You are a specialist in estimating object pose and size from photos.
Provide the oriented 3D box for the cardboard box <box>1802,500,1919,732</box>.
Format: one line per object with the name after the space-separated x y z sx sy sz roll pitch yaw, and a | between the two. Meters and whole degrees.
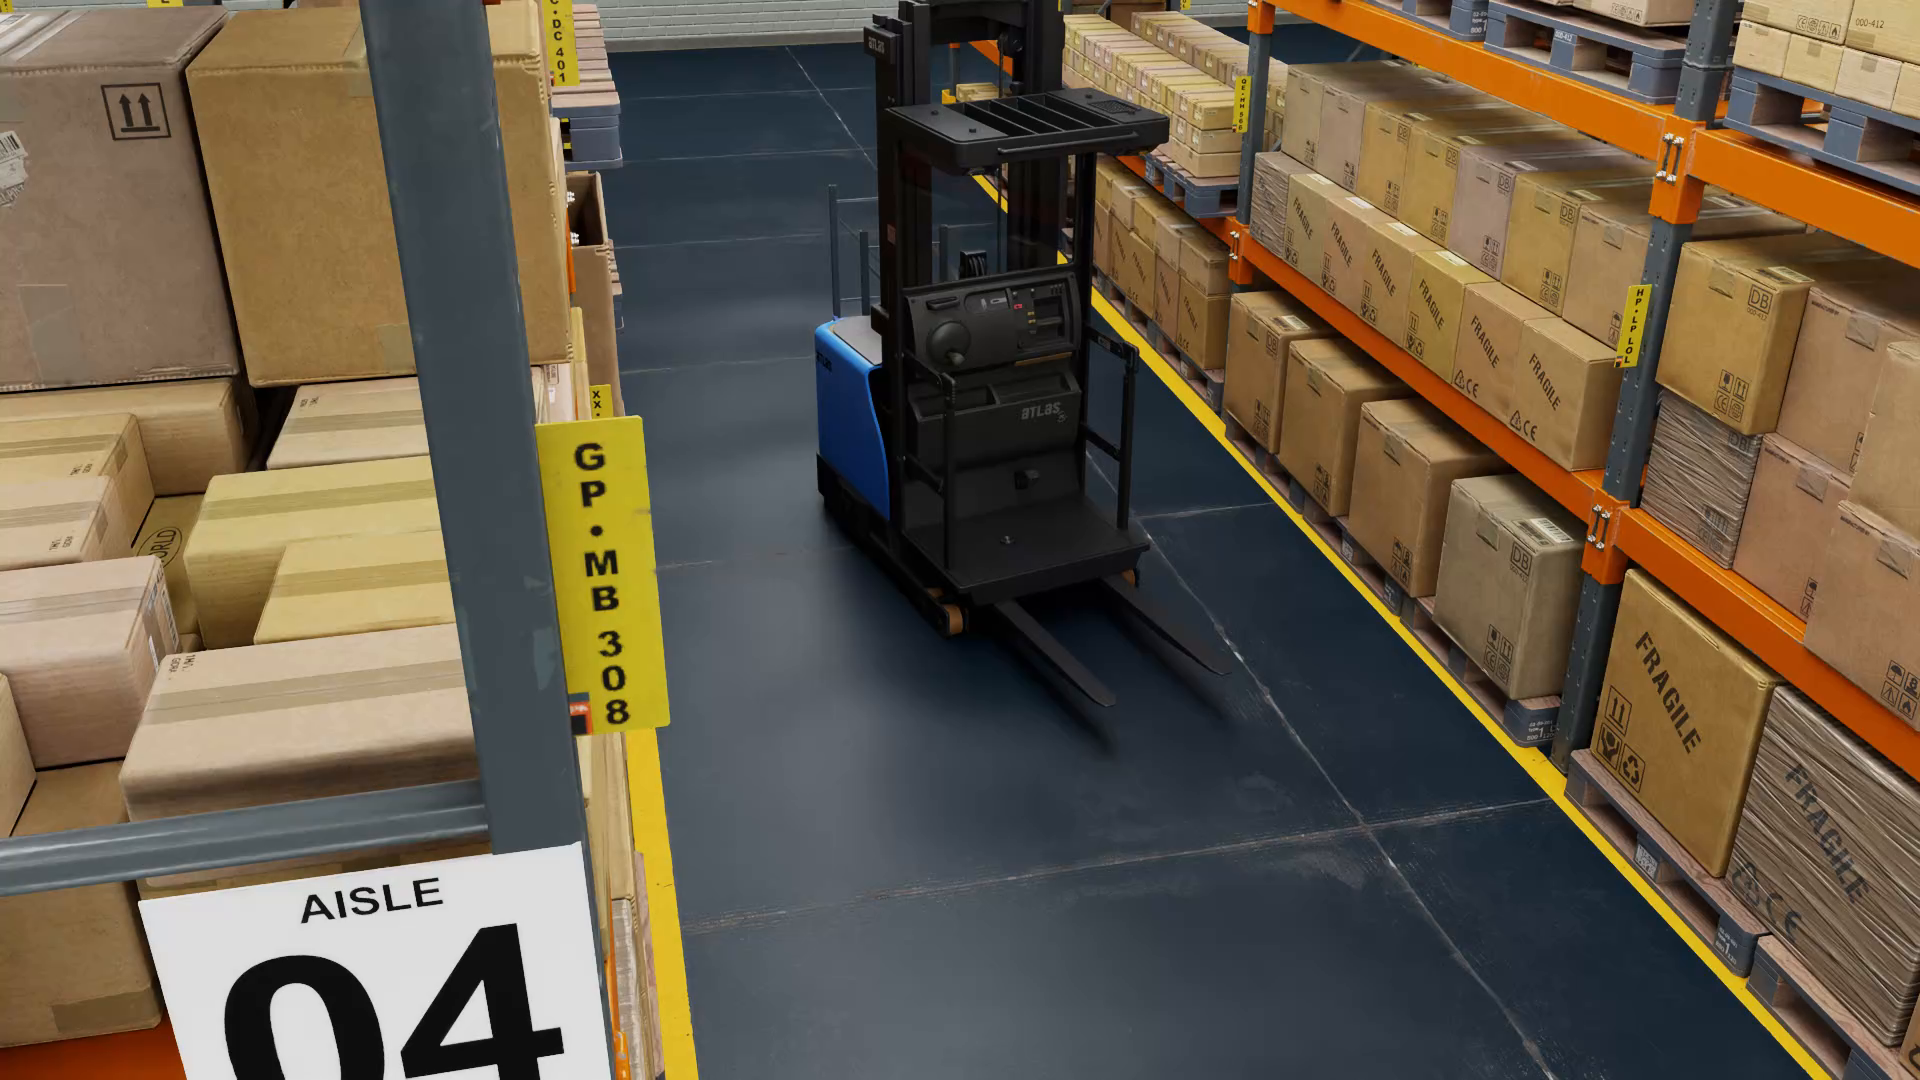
3.341 0.191 5.376 0.875 0.550 0.550 -6 27 -12 | cardboard box

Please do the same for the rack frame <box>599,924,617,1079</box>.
-0.861 1.824 2.306 1.000 3.000 0.127 -6 27 -12 | rack frame

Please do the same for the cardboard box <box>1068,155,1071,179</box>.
0.956 -3.213 14.324 0.380 0.149 0.250 -5 27 -10 | cardboard box

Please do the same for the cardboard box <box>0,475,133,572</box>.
-1.340 0.049 2.219 0.380 0.149 0.250 -7 28 -14 | cardboard box

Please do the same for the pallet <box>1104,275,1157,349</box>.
1.746 -1.780 12.542 1.003 0.211 1.213 -6 27 -12 | pallet

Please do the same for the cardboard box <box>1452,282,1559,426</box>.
2.601 -0.859 7.512 0.500 0.500 0.500 -6 27 -12 | cardboard box

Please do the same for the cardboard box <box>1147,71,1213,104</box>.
1.457 -2.999 11.015 0.380 0.149 0.250 -5 27 -10 | cardboard box

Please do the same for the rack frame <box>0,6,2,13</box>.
-9.292 -4.697 15.226 1.000 3.000 0.127 -6 27 -12 | rack frame

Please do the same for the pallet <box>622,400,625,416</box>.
-1.792 -0.196 6.523 1.003 0.211 1.213 -6 27 -12 | pallet

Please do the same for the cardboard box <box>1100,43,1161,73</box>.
1.223 -3.457 11.922 0.380 0.149 0.250 -5 27 -10 | cardboard box

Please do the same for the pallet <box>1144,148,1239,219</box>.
1.927 -2.363 10.816 1.213 0.211 1.003 -6 27 -12 | pallet

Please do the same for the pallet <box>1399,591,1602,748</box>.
2.846 0.523 7.980 1.003 0.211 1.213 -6 27 -12 | pallet

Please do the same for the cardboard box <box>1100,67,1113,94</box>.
1.231 -3.316 11.973 0.380 0.149 0.250 -6 27 -12 | cardboard box

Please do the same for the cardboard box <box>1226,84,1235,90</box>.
2.039 -3.043 11.433 0.380 0.149 0.250 -6 27 -12 | cardboard box

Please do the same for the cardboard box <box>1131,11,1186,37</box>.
1.571 -4.087 13.172 0.380 0.149 0.250 -5 27 -9 | cardboard box

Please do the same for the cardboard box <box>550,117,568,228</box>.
-1.405 -1.030 4.799 0.500 0.250 0.500 -5 27 -10 | cardboard box

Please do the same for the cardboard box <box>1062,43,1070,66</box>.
0.991 -3.778 12.888 0.380 0.149 0.250 -6 27 -13 | cardboard box

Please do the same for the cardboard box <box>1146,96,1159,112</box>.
1.457 -2.868 11.085 0.380 0.149 0.250 -6 27 -11 | cardboard box

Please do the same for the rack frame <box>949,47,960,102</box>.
0.389 -5.659 17.133 1.000 3.000 0.127 -6 27 -12 | rack frame

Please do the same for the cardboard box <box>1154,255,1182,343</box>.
1.675 -1.709 11.615 0.500 0.500 0.500 -5 27 -10 | cardboard box

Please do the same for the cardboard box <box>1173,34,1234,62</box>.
1.800 -3.632 12.270 0.380 0.149 0.250 -7 28 -13 | cardboard box

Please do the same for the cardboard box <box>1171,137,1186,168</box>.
1.579 -2.501 10.689 0.380 0.149 0.250 -6 27 -12 | cardboard box

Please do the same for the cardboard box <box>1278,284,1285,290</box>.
2.272 -1.881 11.123 0.500 0.250 0.500 -7 28 -14 | cardboard box

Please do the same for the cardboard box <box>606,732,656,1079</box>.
-0.825 0.711 2.961 0.500 0.500 0.500 -6 27 -12 | cardboard box

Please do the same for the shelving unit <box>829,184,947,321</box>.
-0.443 -1.322 10.205 0.538 1.500 1.048 -6 27 -12 | shelving unit

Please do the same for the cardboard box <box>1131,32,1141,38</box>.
1.572 -3.956 13.242 0.380 0.149 0.250 -5 27 -10 | cardboard box

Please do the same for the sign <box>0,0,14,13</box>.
-8.760 -4.832 15.314 0.100 0.325 0.005 -6 27 -12 | sign

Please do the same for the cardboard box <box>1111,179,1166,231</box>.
1.432 -2.500 12.350 0.500 0.250 0.500 -5 27 -10 | cardboard box

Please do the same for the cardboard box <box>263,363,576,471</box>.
-0.947 -0.129 3.014 0.500 0.250 0.500 -6 27 -12 | cardboard box

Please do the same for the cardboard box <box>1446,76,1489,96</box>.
5.649 -4.569 17.351 0.875 0.438 0.875 -5 27 -10 | cardboard box

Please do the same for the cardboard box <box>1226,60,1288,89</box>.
2.040 -3.171 11.356 0.380 0.149 0.250 -5 27 -9 | cardboard box

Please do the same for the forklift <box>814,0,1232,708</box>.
0.274 -1.056 8.089 1.130 2.935 3.031 -12 29 -23 | forklift

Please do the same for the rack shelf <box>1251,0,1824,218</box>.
2.642 -2.287 7.921 1.077 0.370 4.000 -6 27 -12 | rack shelf

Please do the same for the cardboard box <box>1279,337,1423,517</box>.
2.442 -0.670 9.279 1.050 0.750 0.750 -6 27 -11 | cardboard box

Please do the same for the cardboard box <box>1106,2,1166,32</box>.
1.424 -4.323 14.045 0.500 0.500 0.500 -6 27 -13 | cardboard box

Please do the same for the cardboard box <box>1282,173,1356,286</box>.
2.147 -1.744 9.265 0.500 0.500 0.500 -6 27 -12 | cardboard box

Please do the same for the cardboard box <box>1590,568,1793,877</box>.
3.167 0.653 6.518 0.875 0.875 0.875 -6 27 -11 | cardboard box

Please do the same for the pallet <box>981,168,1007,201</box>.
0.826 -3.486 15.922 1.003 0.211 1.213 -6 27 -12 | pallet

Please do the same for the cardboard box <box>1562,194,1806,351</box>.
2.976 -1.099 6.878 0.700 0.500 0.500 -6 27 -12 | cardboard box

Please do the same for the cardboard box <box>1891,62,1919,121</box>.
3.015 -1.322 4.914 0.380 0.149 0.250 -6 27 -12 | cardboard box

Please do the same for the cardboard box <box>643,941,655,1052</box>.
-0.936 1.119 3.983 0.380 0.149 0.250 -6 27 -12 | cardboard box

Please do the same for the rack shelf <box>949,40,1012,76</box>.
0.840 -4.460 15.555 1.077 0.370 4.000 -6 27 -12 | rack shelf

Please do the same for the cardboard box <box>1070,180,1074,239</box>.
1.198 -2.623 13.426 0.500 0.500 0.500 -5 27 -10 | cardboard box

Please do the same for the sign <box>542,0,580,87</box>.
-1.235 -1.560 5.109 0.100 0.325 0.005 -6 27 -12 | sign

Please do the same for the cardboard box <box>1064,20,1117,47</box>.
1.000 -3.902 12.805 0.380 0.149 0.250 -5 27 -10 | cardboard box

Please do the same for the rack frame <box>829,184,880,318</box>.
-0.565 -1.544 10.645 0.500 1.500 0.032 -6 27 -12 | rack frame

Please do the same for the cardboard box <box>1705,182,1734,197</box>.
6.519 -3.029 13.814 0.875 0.875 0.875 -5 27 -10 | cardboard box

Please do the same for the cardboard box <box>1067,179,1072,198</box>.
0.910 -3.056 14.344 0.380 0.149 0.250 -5 27 -11 | cardboard box

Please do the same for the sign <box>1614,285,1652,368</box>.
2.567 -0.813 6.335 0.100 0.325 0.005 -6 27 -12 | sign

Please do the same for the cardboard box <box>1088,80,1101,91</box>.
1.165 -3.305 12.282 0.380 0.149 0.250 -7 28 -14 | cardboard box

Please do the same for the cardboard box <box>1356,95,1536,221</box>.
2.516 -1.993 8.649 0.700 0.500 0.500 -6 27 -12 | cardboard box

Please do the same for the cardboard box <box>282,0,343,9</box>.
-1.771 -1.721 5.420 0.797 0.503 0.637 -7 28 -14 | cardboard box

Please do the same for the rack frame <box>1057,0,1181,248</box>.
1.290 -3.903 13.654 1.000 3.000 0.127 -6 27 -12 | rack frame

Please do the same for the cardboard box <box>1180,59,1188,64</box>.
1.809 -3.498 12.333 0.380 0.149 0.250 -7 28 -14 | cardboard box

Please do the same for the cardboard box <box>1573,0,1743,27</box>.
2.778 -2.189 6.518 0.500 0.250 0.500 -6 27 -11 | cardboard box

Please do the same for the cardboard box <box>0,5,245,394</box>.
-1.456 -0.570 2.726 0.500 0.500 0.500 -6 27 -12 | cardboard box

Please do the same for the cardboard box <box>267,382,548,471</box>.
-0.830 -0.119 2.552 0.380 0.149 0.250 -5 27 -10 | cardboard box
